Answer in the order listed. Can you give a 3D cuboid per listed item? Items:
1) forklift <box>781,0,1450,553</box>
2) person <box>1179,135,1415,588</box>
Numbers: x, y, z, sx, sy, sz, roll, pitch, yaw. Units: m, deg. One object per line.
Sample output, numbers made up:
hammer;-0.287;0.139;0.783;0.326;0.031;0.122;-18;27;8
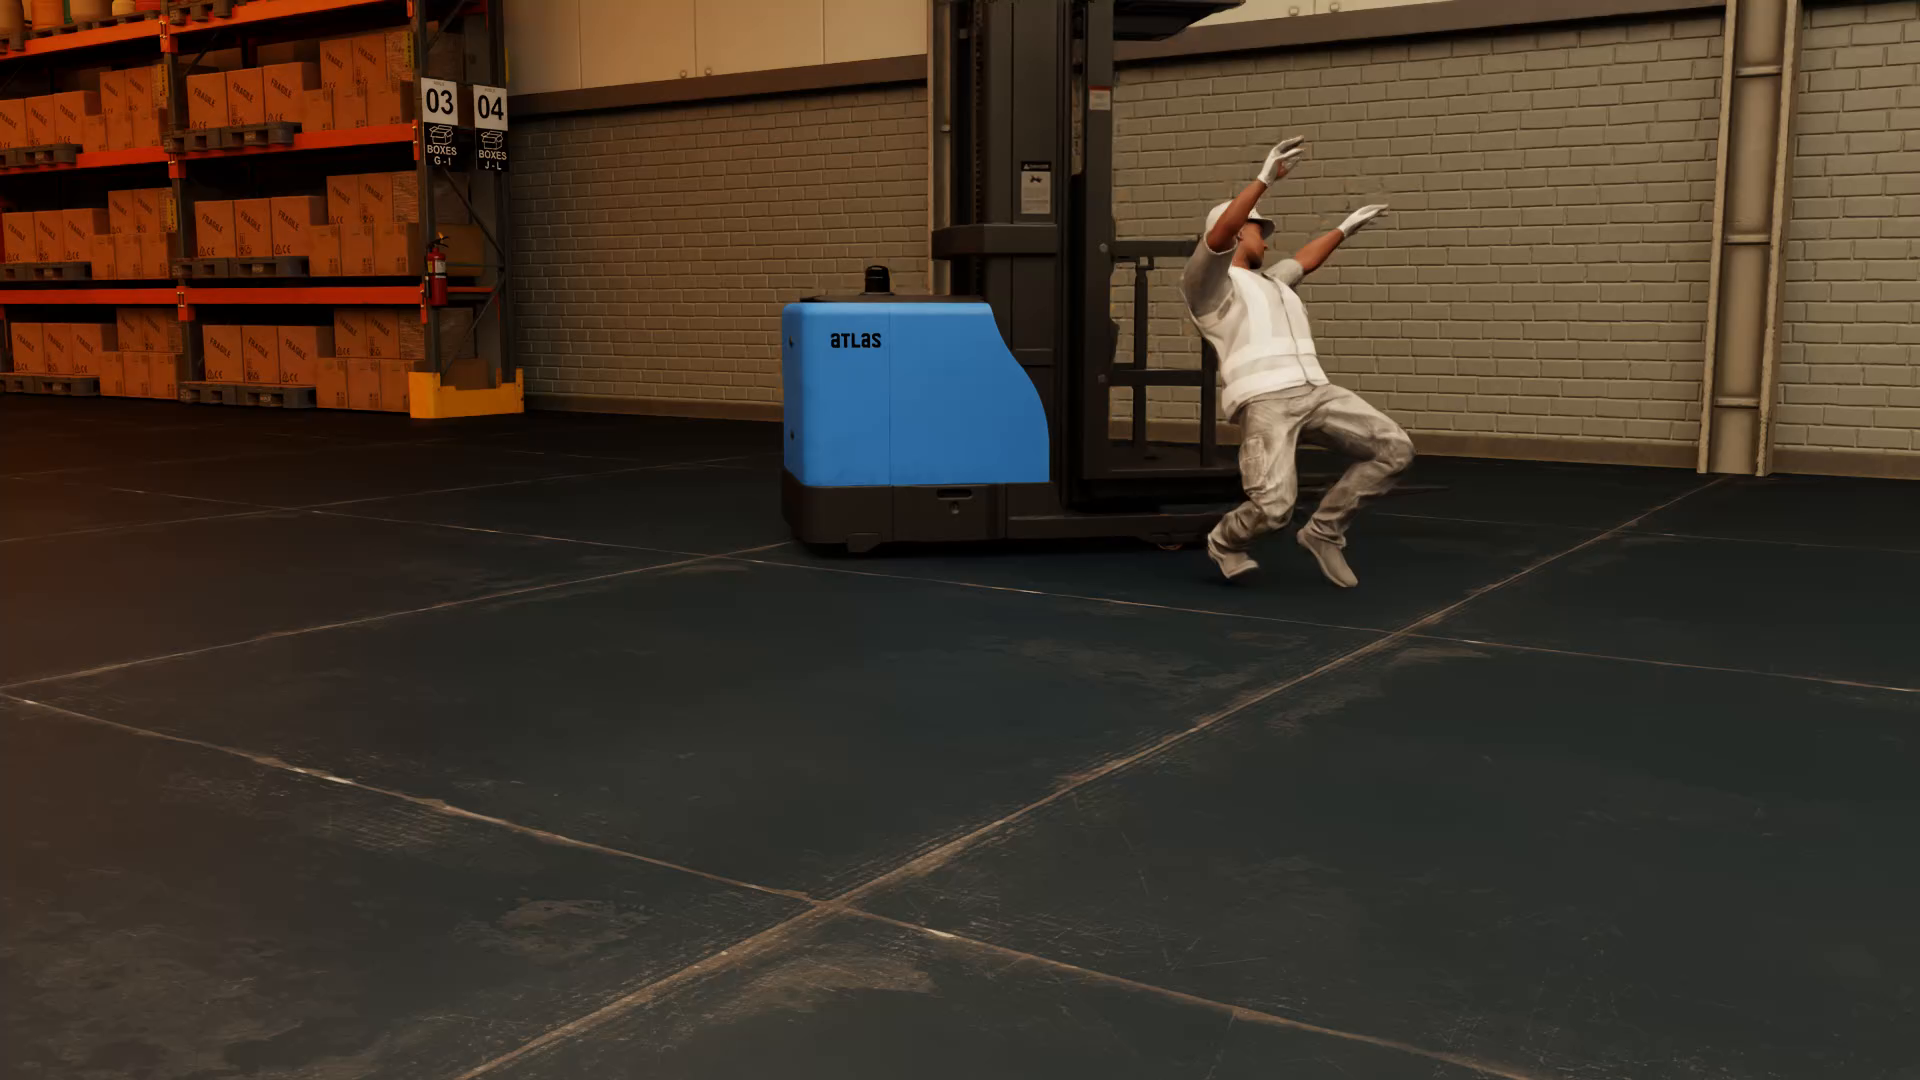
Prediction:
forklift;0.727;-1.475;7.564;3.031;2.935;1.130;-2;8;-11
person;1.361;-0.651;6.343;1.122;1.678;0.822;-6;10;-37
